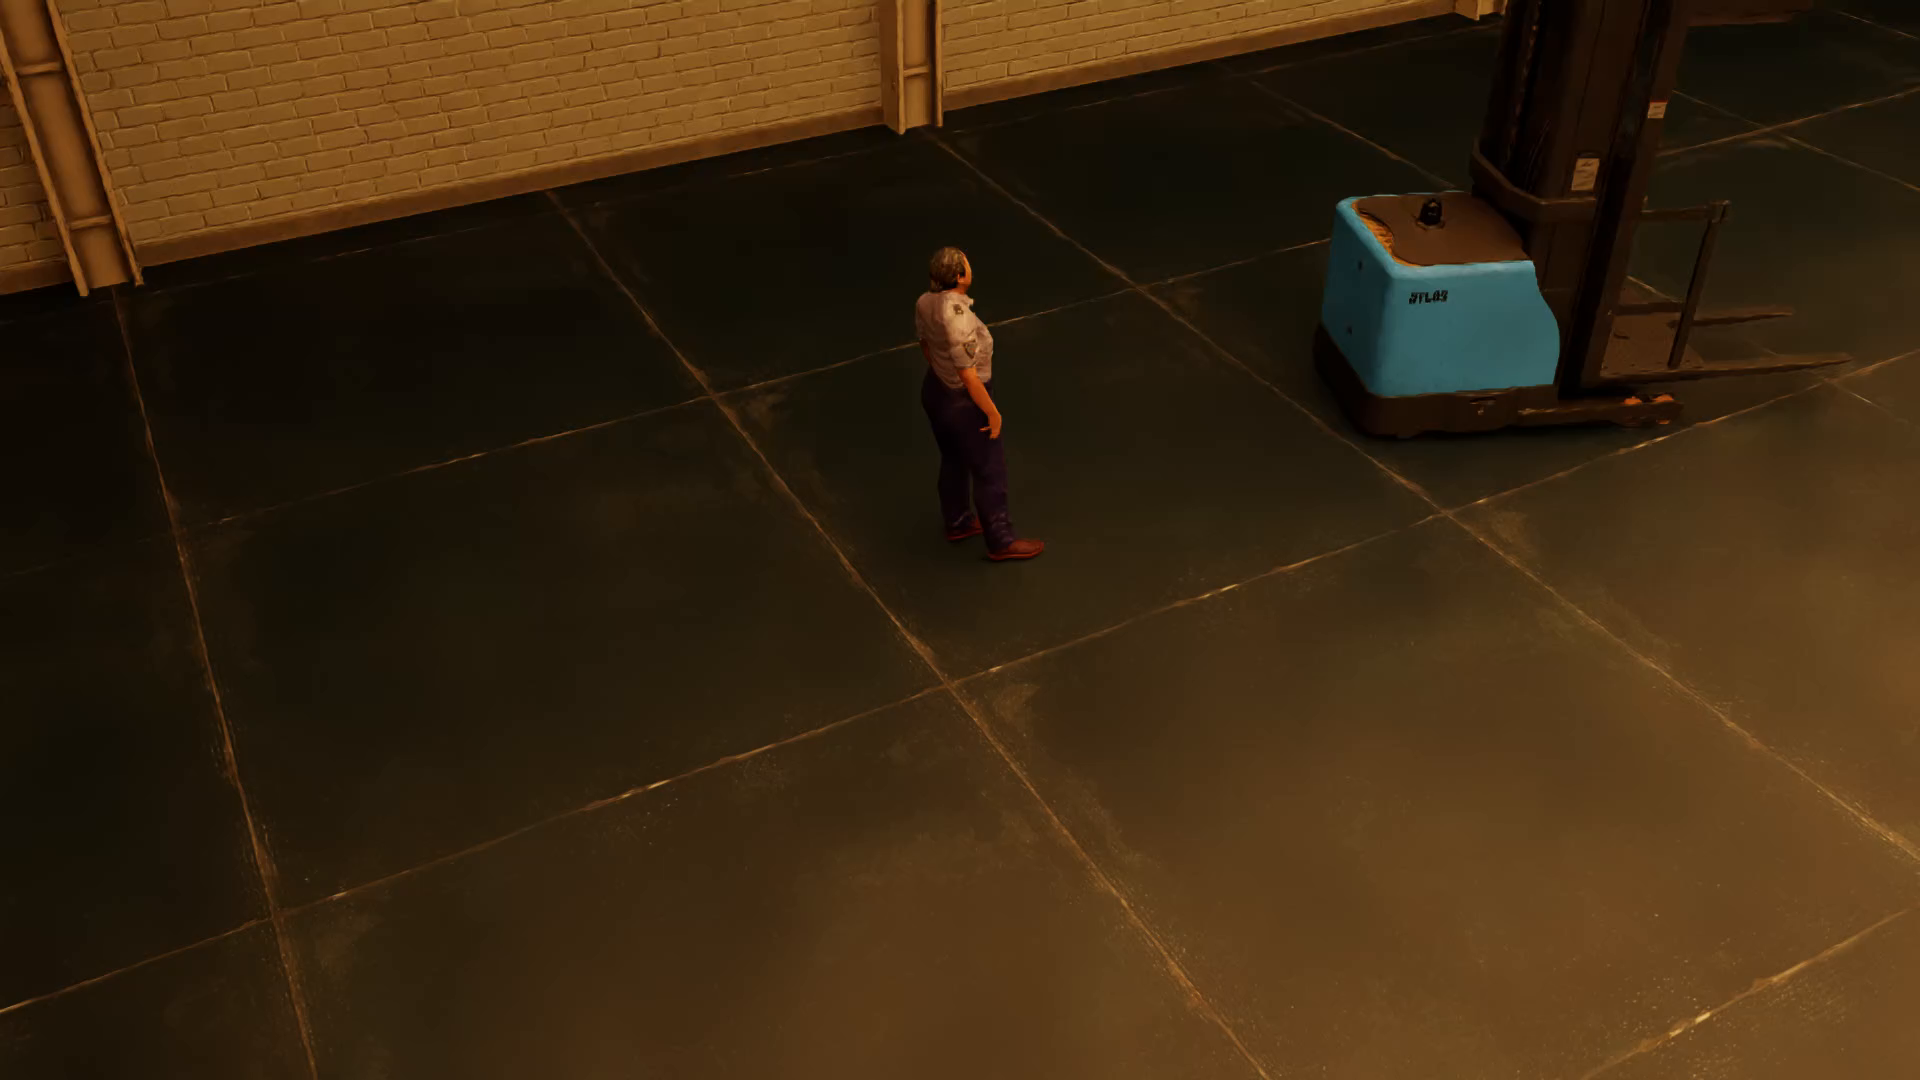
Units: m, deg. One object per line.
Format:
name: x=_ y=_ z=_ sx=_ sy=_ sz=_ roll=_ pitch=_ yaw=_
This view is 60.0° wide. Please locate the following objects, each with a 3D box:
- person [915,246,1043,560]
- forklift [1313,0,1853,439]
person: x=0.090 y=-0.691 z=8.201 sx=0.502 sy=1.650 sz=0.599 roll=-17 pitch=39 yaw=-23
forklift: x=3.714 y=-2.148 z=9.162 sx=3.031 sy=2.935 sz=1.130 roll=-5 pitch=36 yaw=-7
